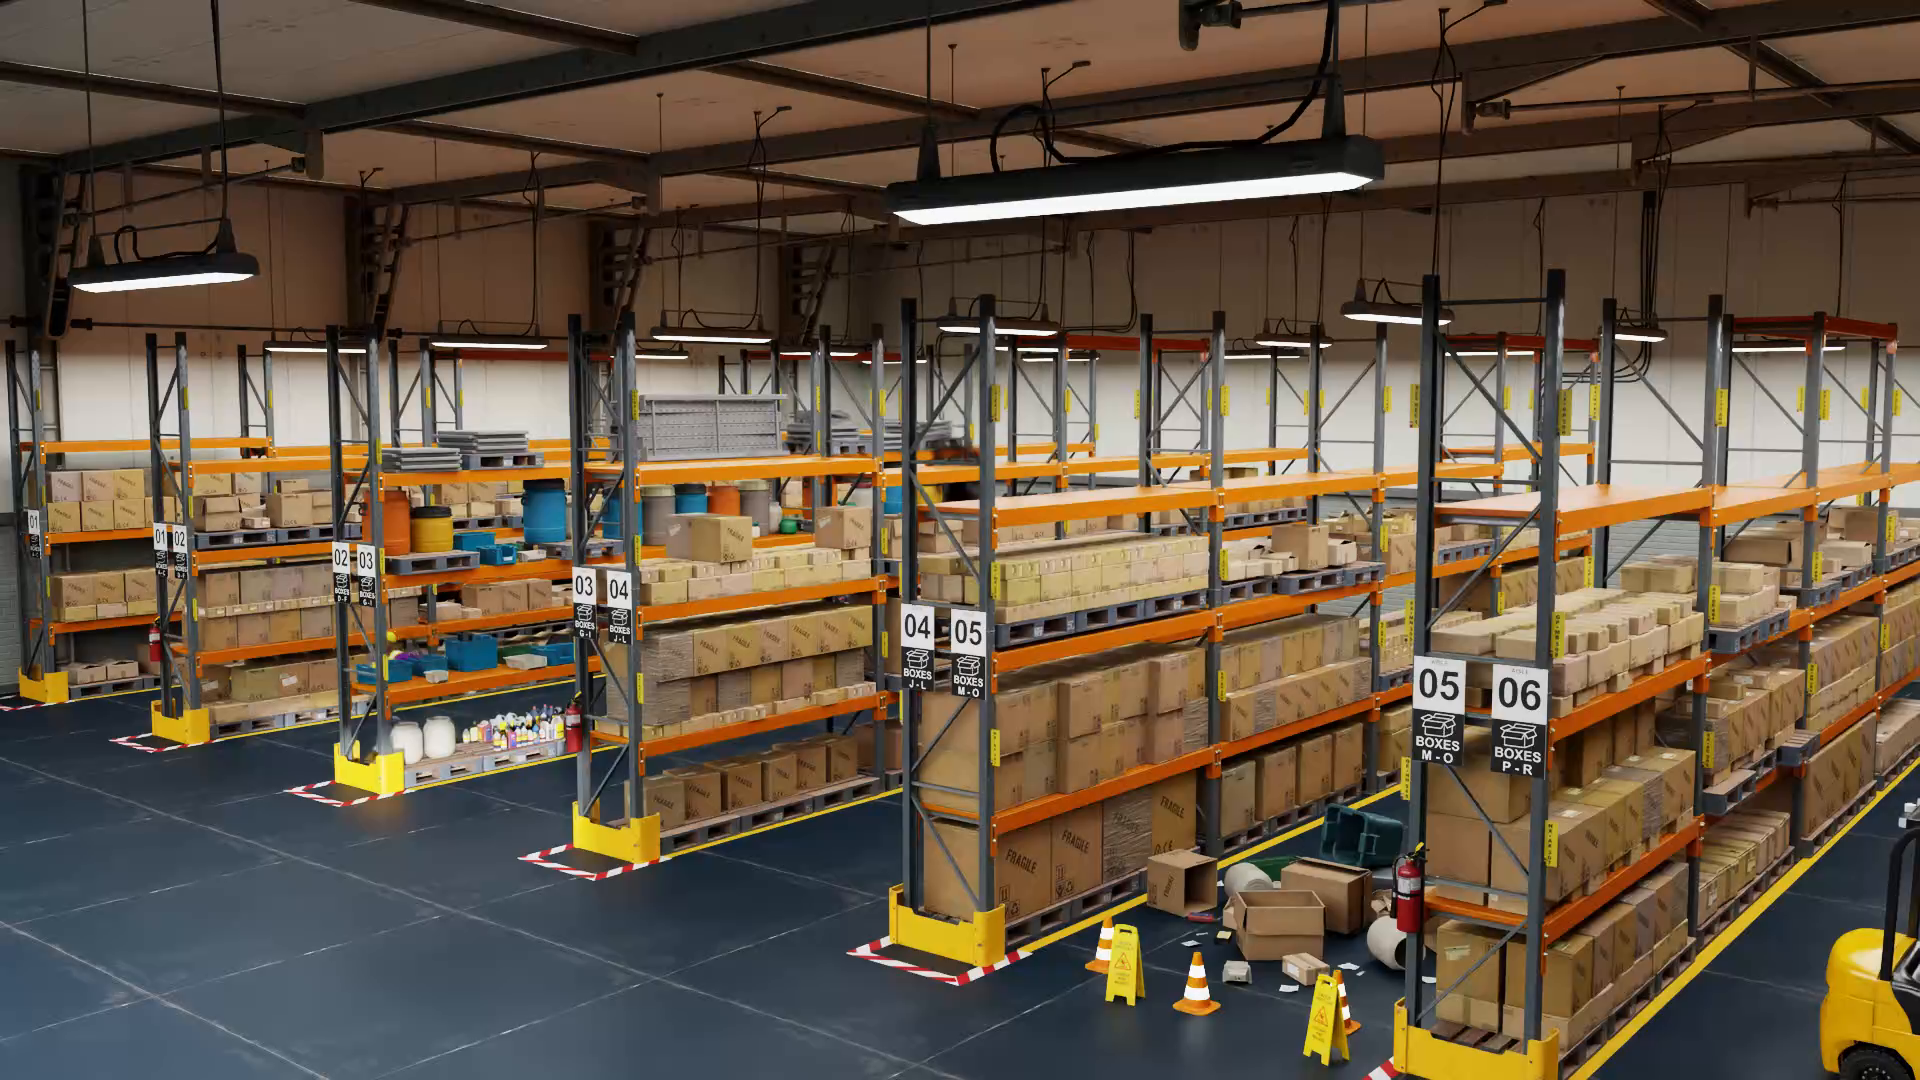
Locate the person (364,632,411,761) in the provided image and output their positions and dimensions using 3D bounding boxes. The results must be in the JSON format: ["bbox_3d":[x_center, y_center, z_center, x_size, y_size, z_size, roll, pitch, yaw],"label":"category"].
[{"bbox_3d":[-8.039,2.164,23.378,0.699,1.765,0.972,3,6,31],"label":"person"}]

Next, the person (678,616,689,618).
[{"bbox_3d":[-4.793,1.783,27.827,0.708,1.857,0.839,4,7,38],"label":"person"}]
